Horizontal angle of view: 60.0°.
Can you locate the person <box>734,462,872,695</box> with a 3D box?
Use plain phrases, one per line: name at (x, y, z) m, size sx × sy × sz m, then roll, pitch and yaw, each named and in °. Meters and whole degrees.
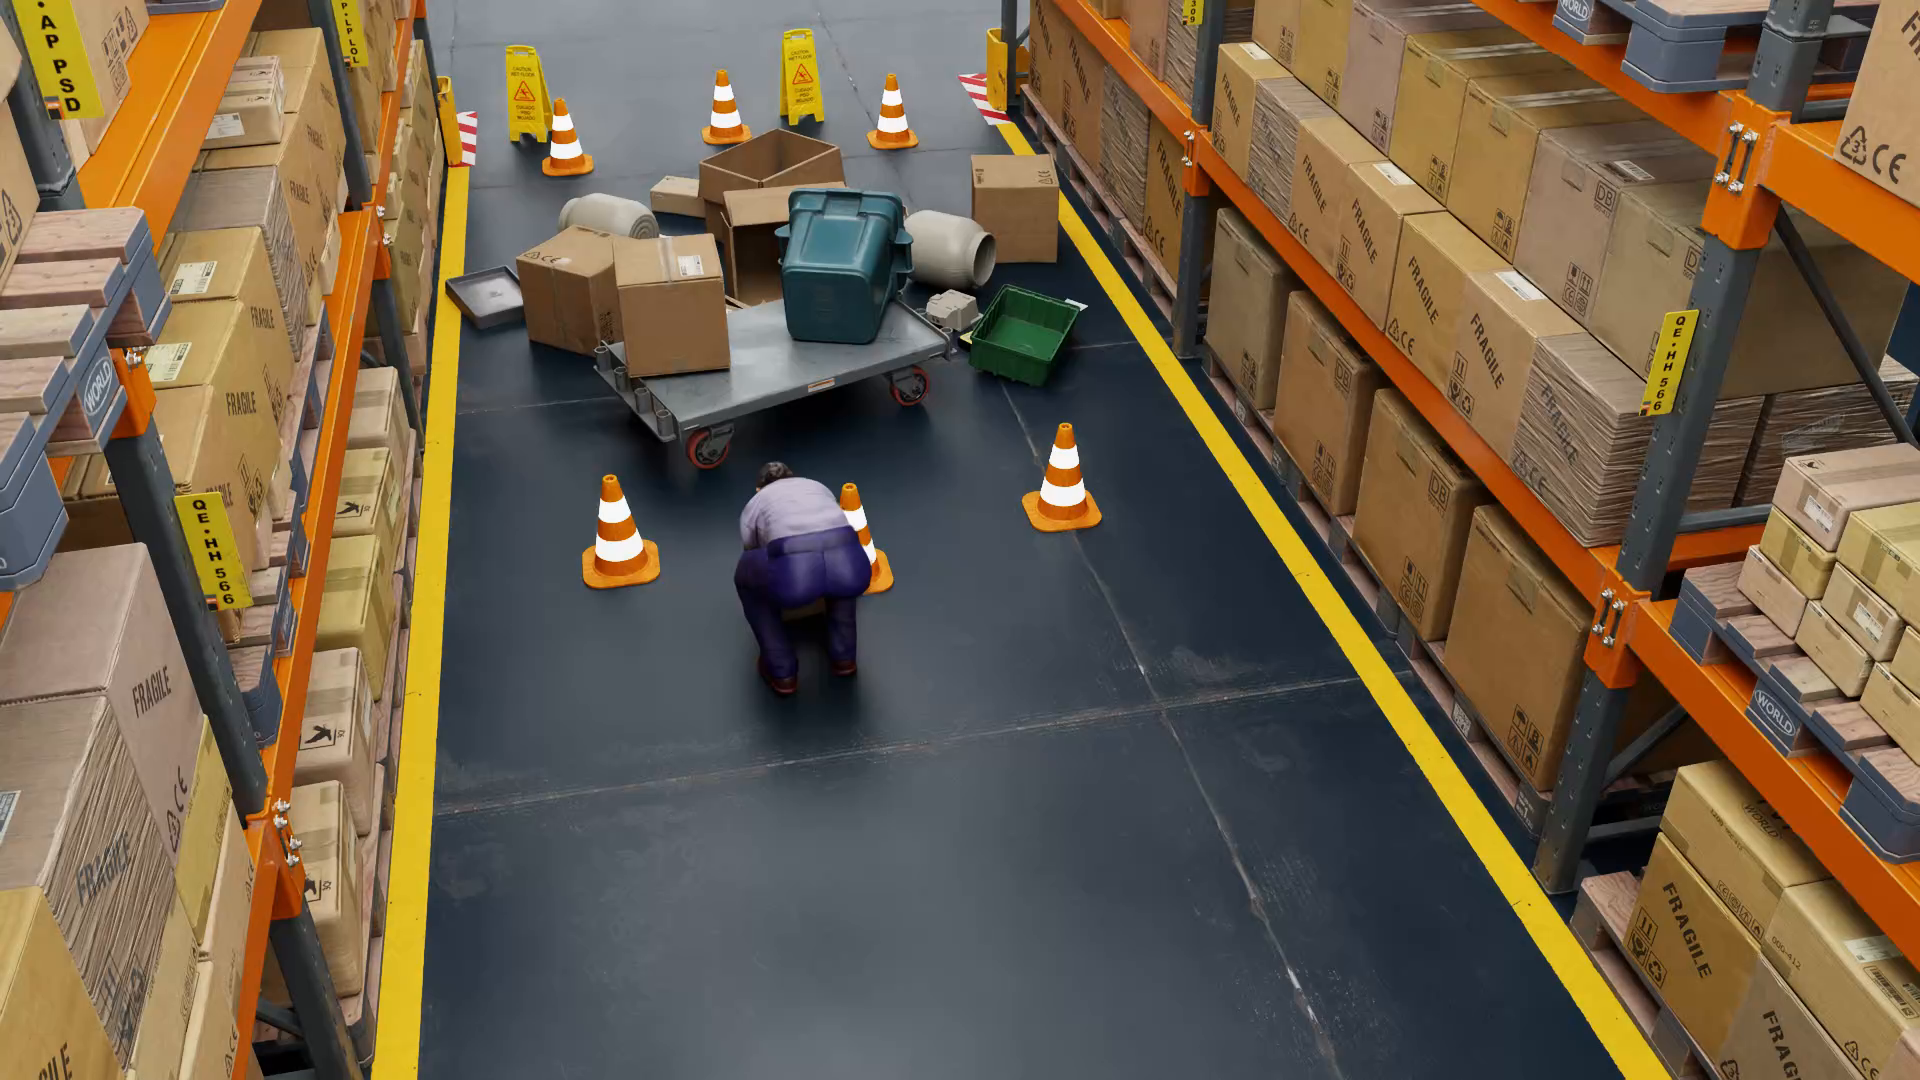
person at (-0.657, 0.132, 6.721) m, size 0.515 × 0.808 × 0.904 m, roll -11°, pitch 36°, yaw -15°
